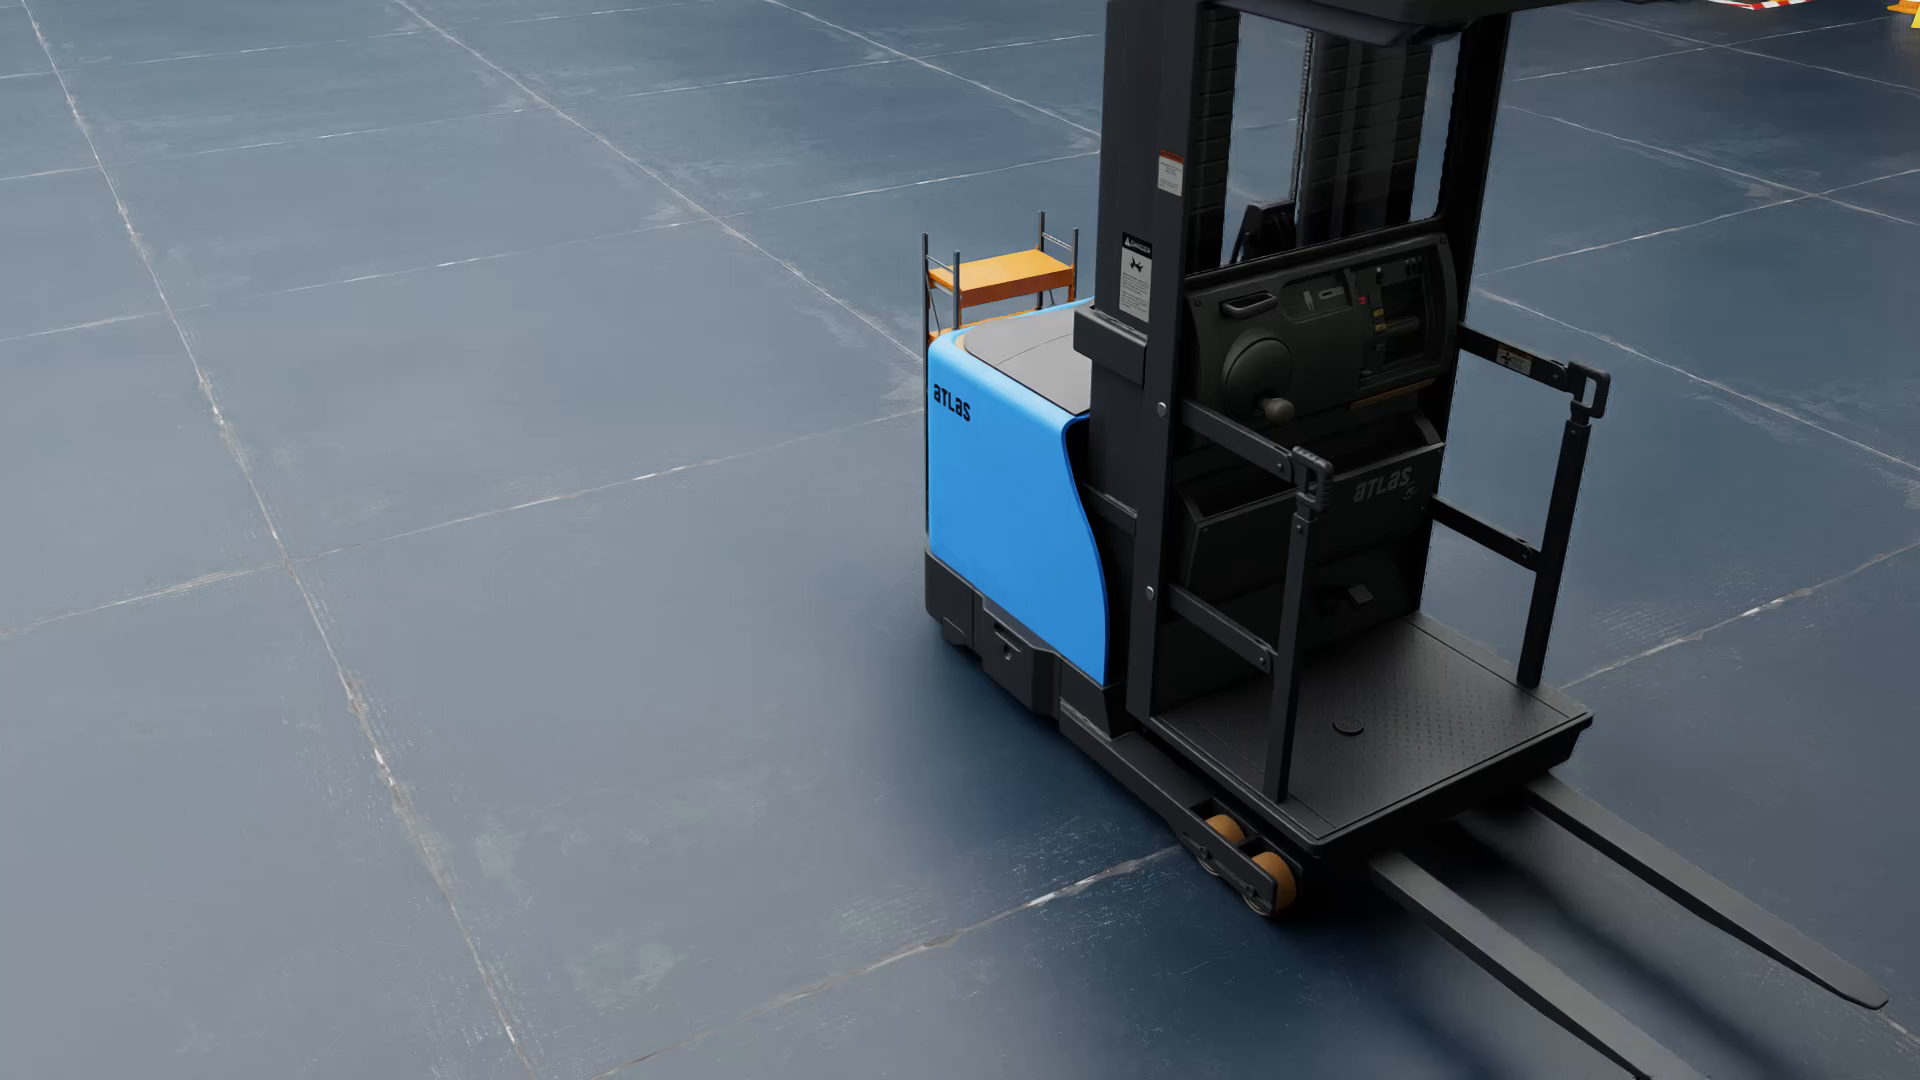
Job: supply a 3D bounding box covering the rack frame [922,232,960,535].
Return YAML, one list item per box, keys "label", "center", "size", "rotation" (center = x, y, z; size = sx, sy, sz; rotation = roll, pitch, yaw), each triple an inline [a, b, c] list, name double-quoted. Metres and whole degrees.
- label: "rack frame"
  center: [-0.068, -0.506, 6.045]
  size: [0.015, 1.200, 0.240]
  rotation: [-16, 33, -26]

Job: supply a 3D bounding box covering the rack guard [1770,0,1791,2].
- label: "rack guard"
  center: [7.430, -5.480, 15.782]
  size: [0.348, 0.500, 1.175]
  rotation: [-16, 33, -26]

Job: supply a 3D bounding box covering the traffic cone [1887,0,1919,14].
- label: "traffic cone"
  center: [8.628, -5.008, 14.965]
  size: [0.334, 0.463, 0.336]
  rotation: [-16, 33, -26]

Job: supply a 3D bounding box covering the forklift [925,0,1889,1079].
- label: "forklift"
  center: [1.101, -0.527, 4.291]
  size: [1.130, 2.935, 3.031]
  rotation: [-17, 33, -28]

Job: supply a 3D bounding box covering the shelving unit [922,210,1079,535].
- label: "shelving unit"
  center: [0.143, -0.566, 6.154]
  size: [0.503, 1.200, 0.258]
  rotation: [-16, 33, -26]

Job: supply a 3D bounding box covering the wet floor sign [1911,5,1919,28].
- label: "wet floor sign"
  center: [8.429, -4.717, 14.250]
  size: [0.232, 0.644, 0.267]
  rotation: [-22, 36, -35]

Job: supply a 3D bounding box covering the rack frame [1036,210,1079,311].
- label: "rack frame"
  center: [0.353, -0.626, 6.262]
  size: [0.015, 1.200, 0.240]
  rotation: [-16, 33, -26]

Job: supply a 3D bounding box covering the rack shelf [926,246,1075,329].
- label: "rack shelf"
  center: [0.143, -0.910, 5.964]
  size: [0.480, 0.148, 0.258]
  rotation: [-16, 33, -26]

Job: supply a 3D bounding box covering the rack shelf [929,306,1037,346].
- label: "rack shelf"
  center: [0.143, -0.703, 6.078]
  size: [0.480, 0.148, 0.258]
  rotation: [-16, 33, -26]
